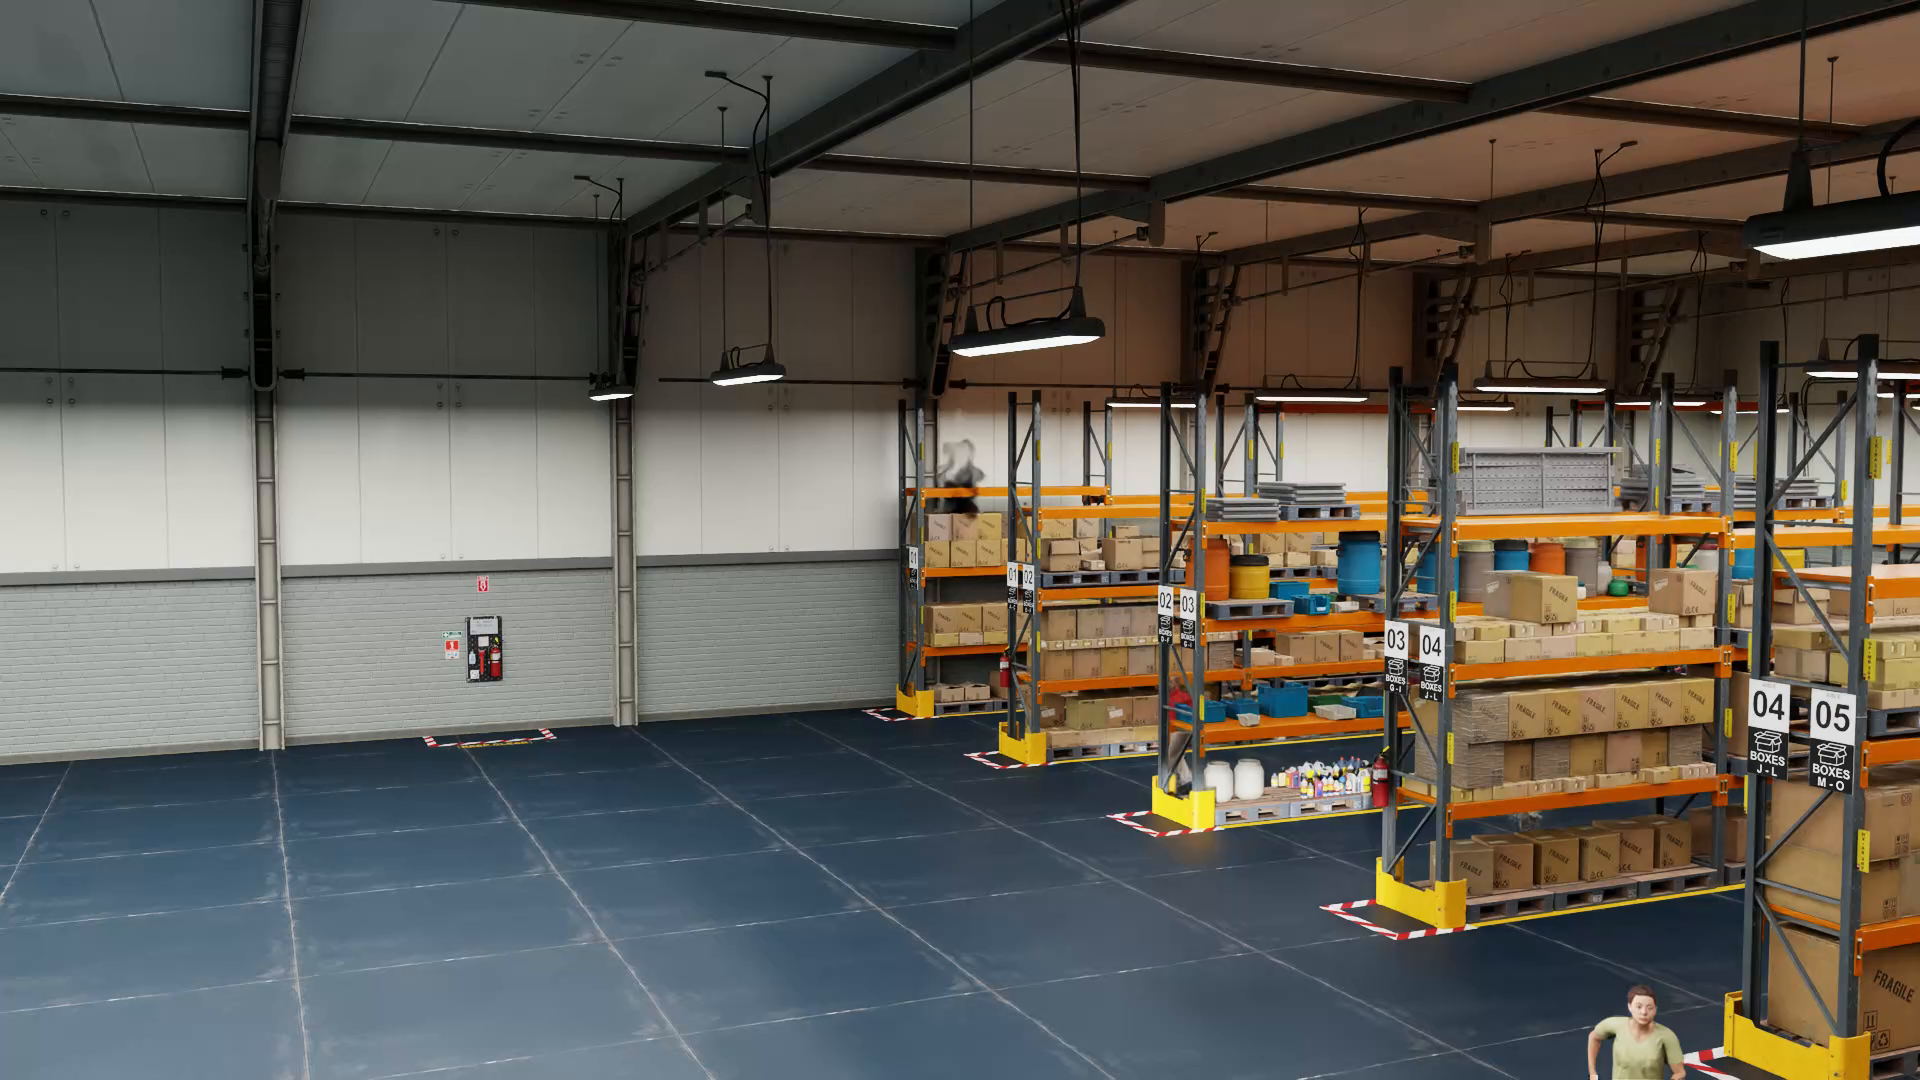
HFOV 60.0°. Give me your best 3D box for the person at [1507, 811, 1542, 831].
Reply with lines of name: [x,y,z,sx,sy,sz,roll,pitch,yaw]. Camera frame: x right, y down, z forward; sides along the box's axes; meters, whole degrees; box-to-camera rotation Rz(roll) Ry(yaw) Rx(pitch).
person: [7.203,3.072,21.023,0.639,1.728,0.668,-2,4,-29]

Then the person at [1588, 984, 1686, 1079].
person: [4.411,3.713,10.852,0.585,1.675,0.659,1,4,19]

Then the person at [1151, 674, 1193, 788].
person: [3.181,2.886,24.591,0.758,1.812,0.684,-1,4,-24]
